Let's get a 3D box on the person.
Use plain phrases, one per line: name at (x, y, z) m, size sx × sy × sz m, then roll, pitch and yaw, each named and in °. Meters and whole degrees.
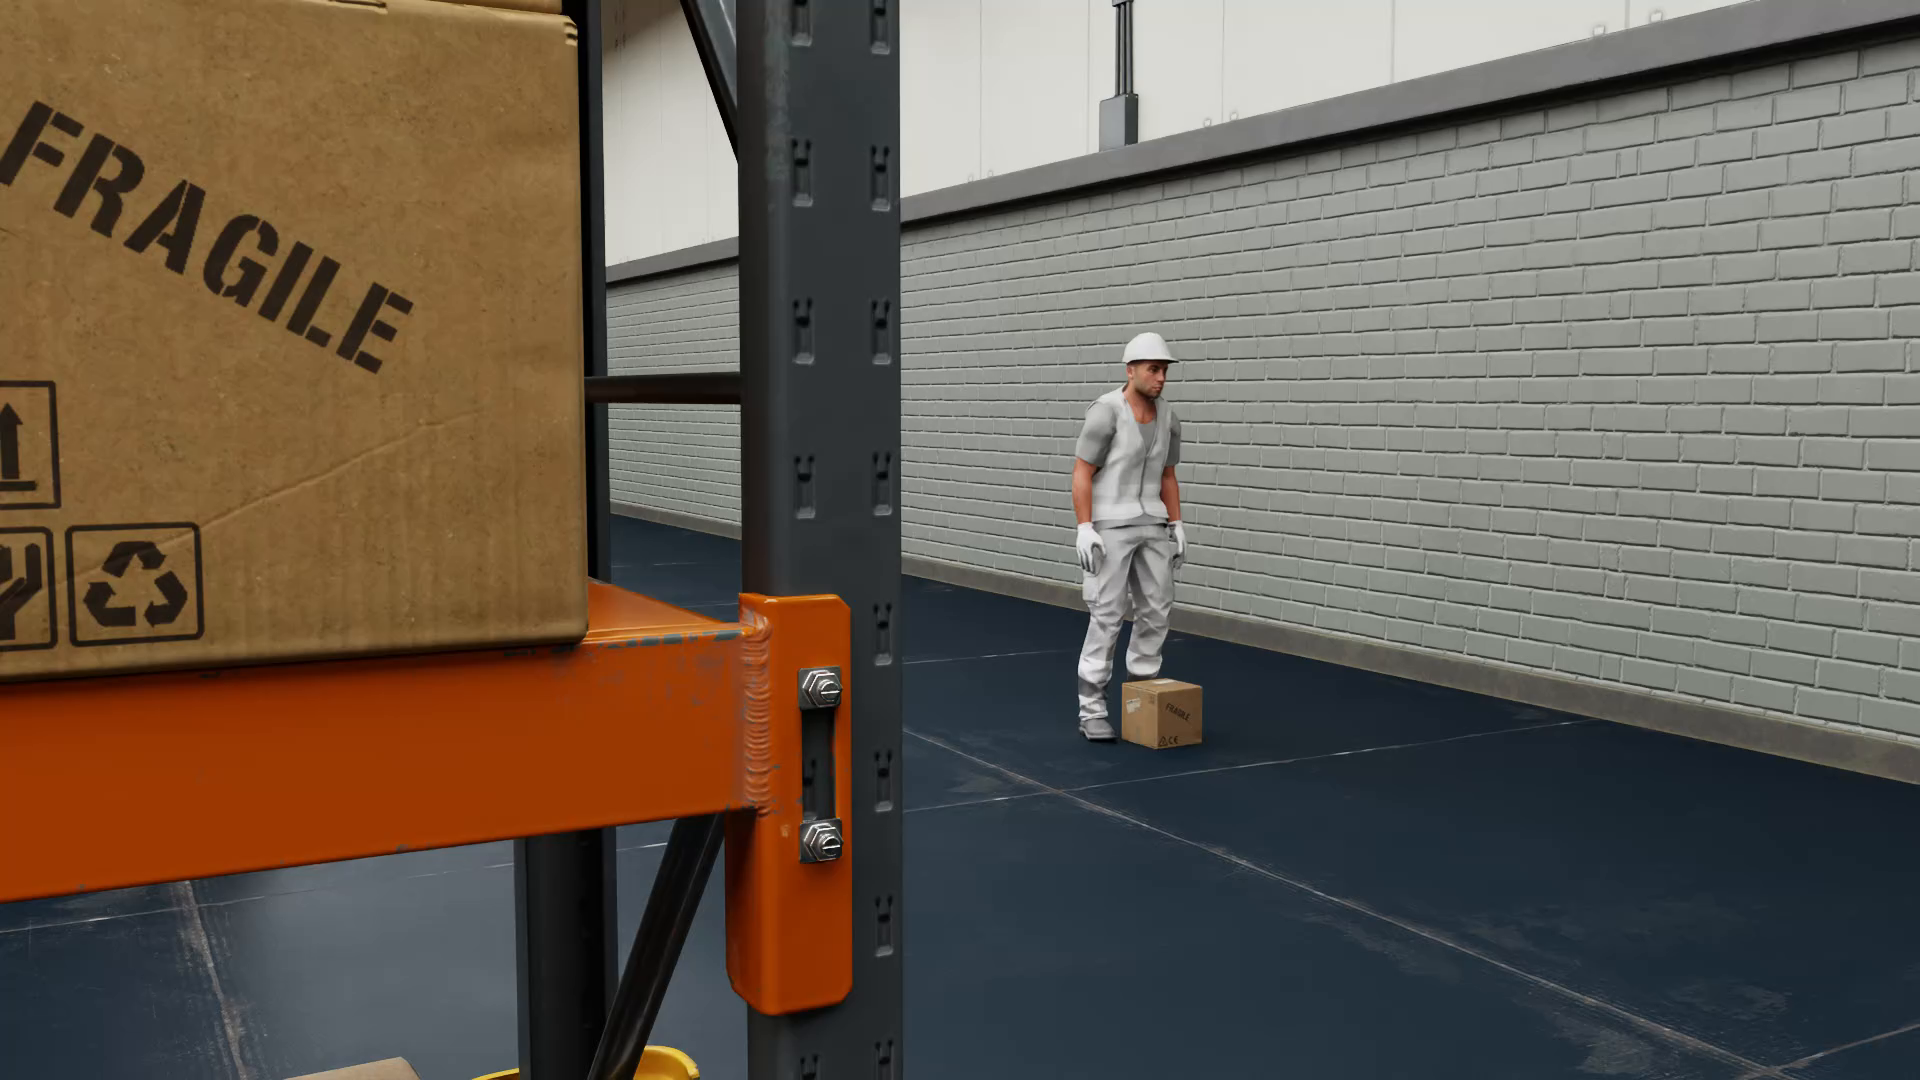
person at (0.764, -0.022, 7.370) m, size 0.610 × 1.777 × 0.451 m, roll -3°, pitch 6°, yaw -32°
